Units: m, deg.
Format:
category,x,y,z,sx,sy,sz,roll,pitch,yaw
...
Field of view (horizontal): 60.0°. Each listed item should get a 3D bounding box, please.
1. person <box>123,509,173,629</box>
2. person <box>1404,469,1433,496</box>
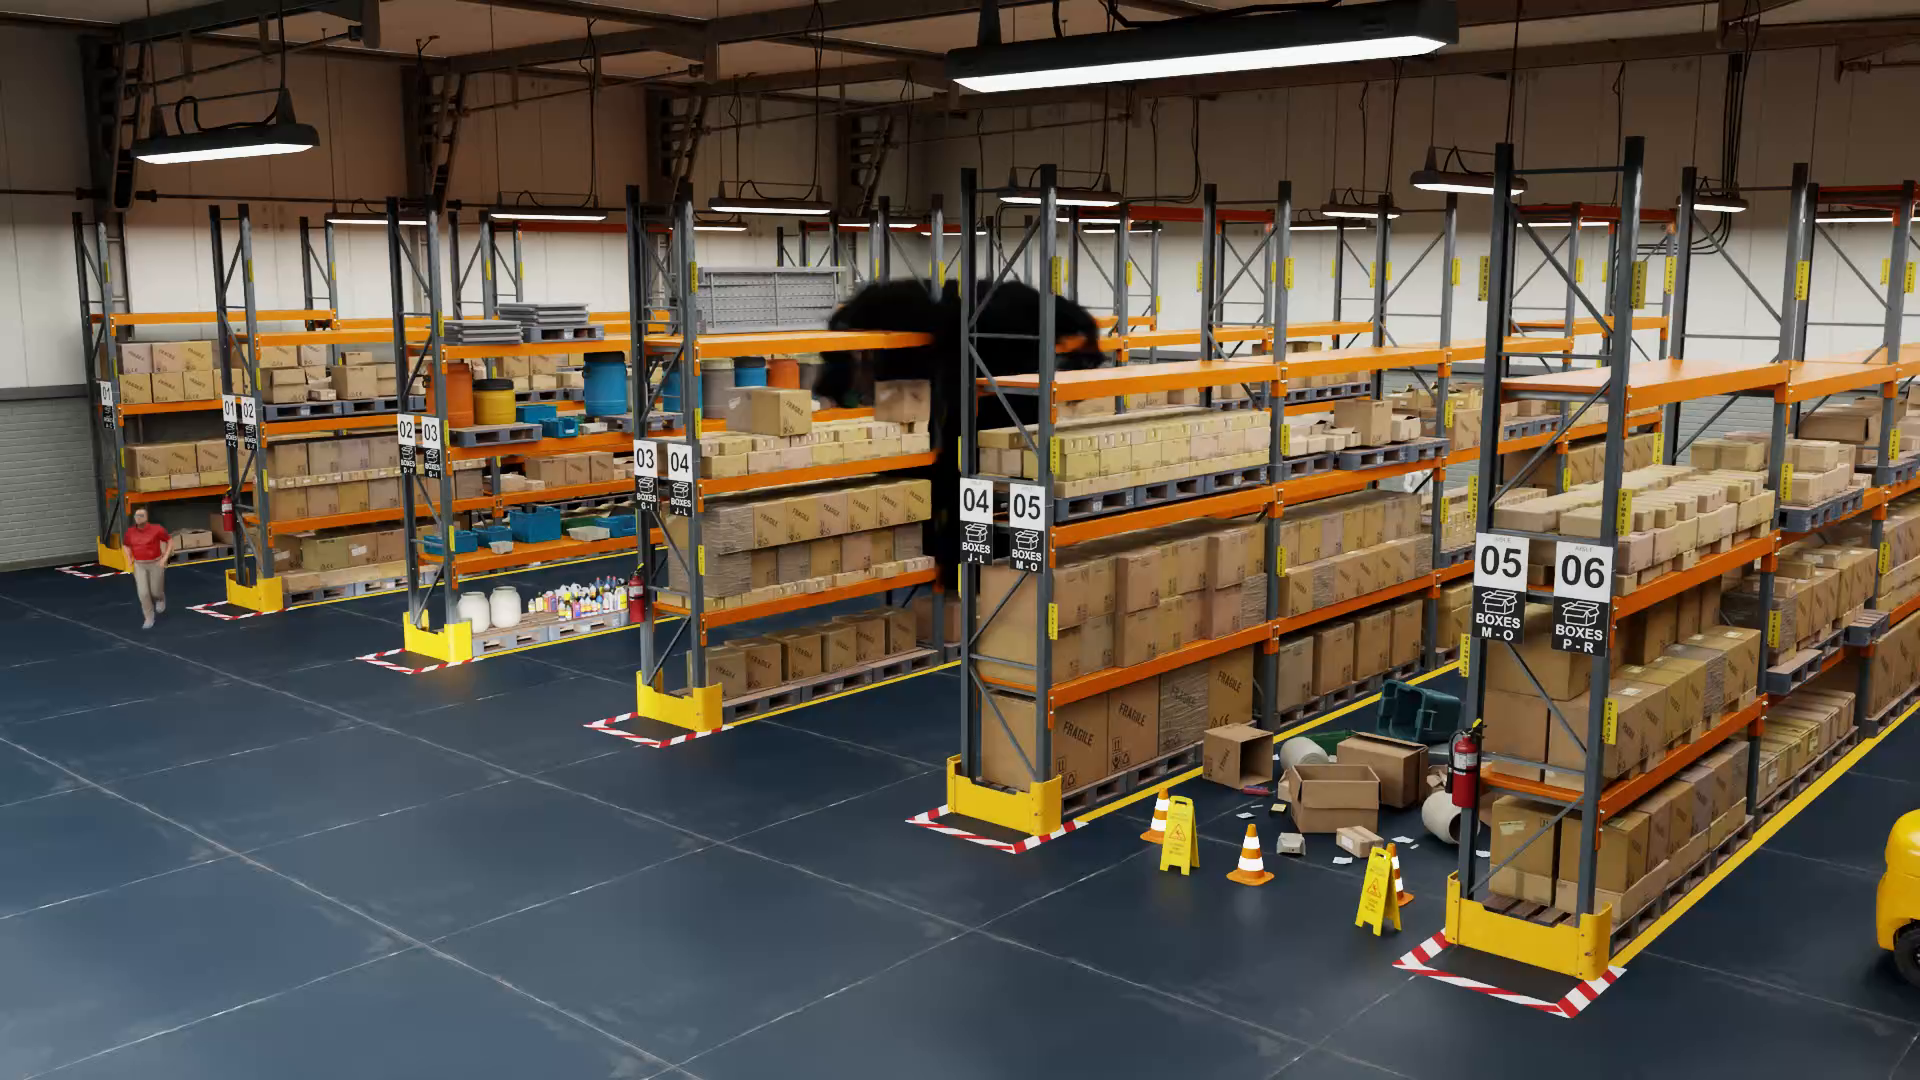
category,x,y,z,sx,sy,sz,roll,pitch,yaw
person,-11.658,0.384,23.937,0.660,1.719,0.676,-2,10,-12
person,8.476,-0.750,30.557,0.743,1.715,0.596,-3,10,-17
